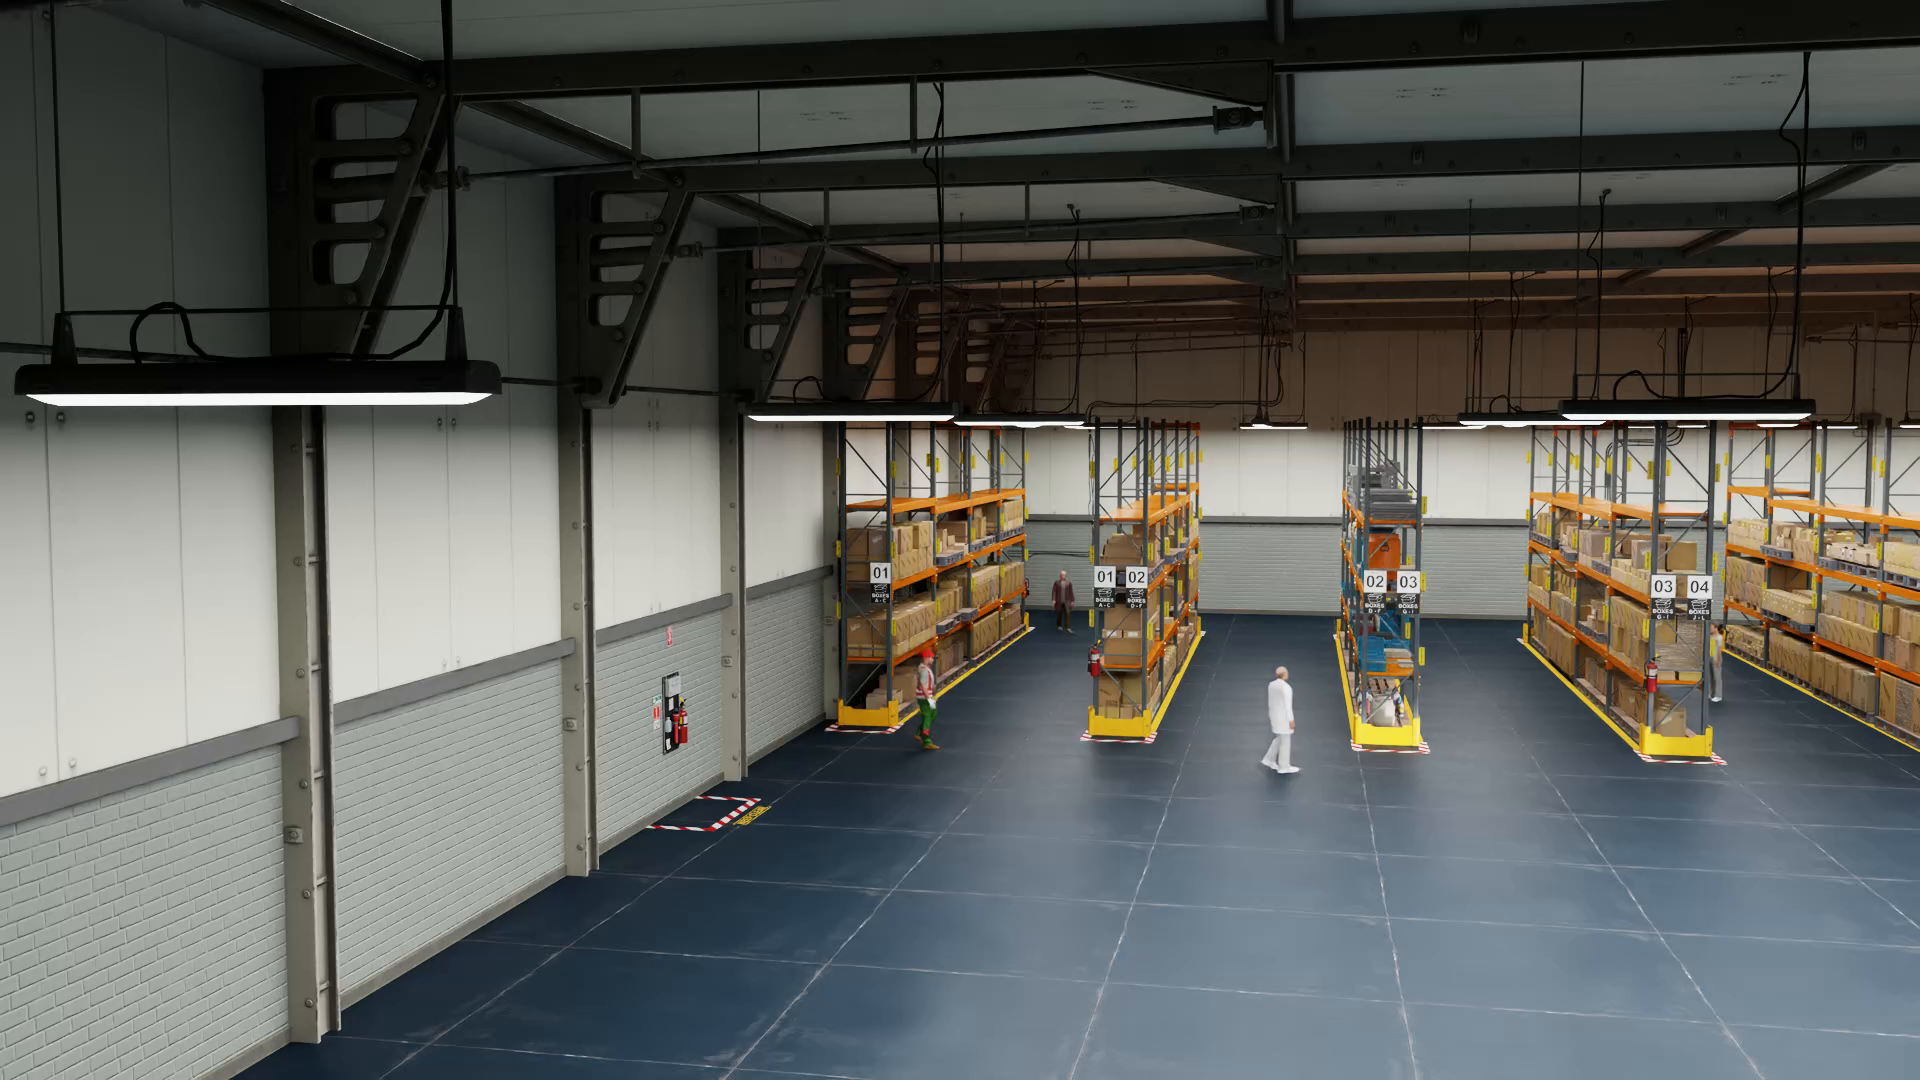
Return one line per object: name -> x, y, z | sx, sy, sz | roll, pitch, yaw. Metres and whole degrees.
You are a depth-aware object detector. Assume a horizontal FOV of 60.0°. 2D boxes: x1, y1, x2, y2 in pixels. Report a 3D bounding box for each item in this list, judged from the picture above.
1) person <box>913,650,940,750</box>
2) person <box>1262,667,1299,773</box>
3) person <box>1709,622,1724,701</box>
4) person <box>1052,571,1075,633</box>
person -> -0.602, 2.874, 30.145 | 0.533, 1.788, 0.678 | 0, 4, 7
person -> 5.429, 3.025, 27.992 | 0.503, 1.794, 0.684 | -1, 4, -21
person -> 16.071, 2.579, 35.459 | 0.362, 1.677, 0.475 | -1, 4, -19
person -> 2.960, 1.760, 47.501 | 0.682, 1.729, 1.029 | 0, 4, -3
